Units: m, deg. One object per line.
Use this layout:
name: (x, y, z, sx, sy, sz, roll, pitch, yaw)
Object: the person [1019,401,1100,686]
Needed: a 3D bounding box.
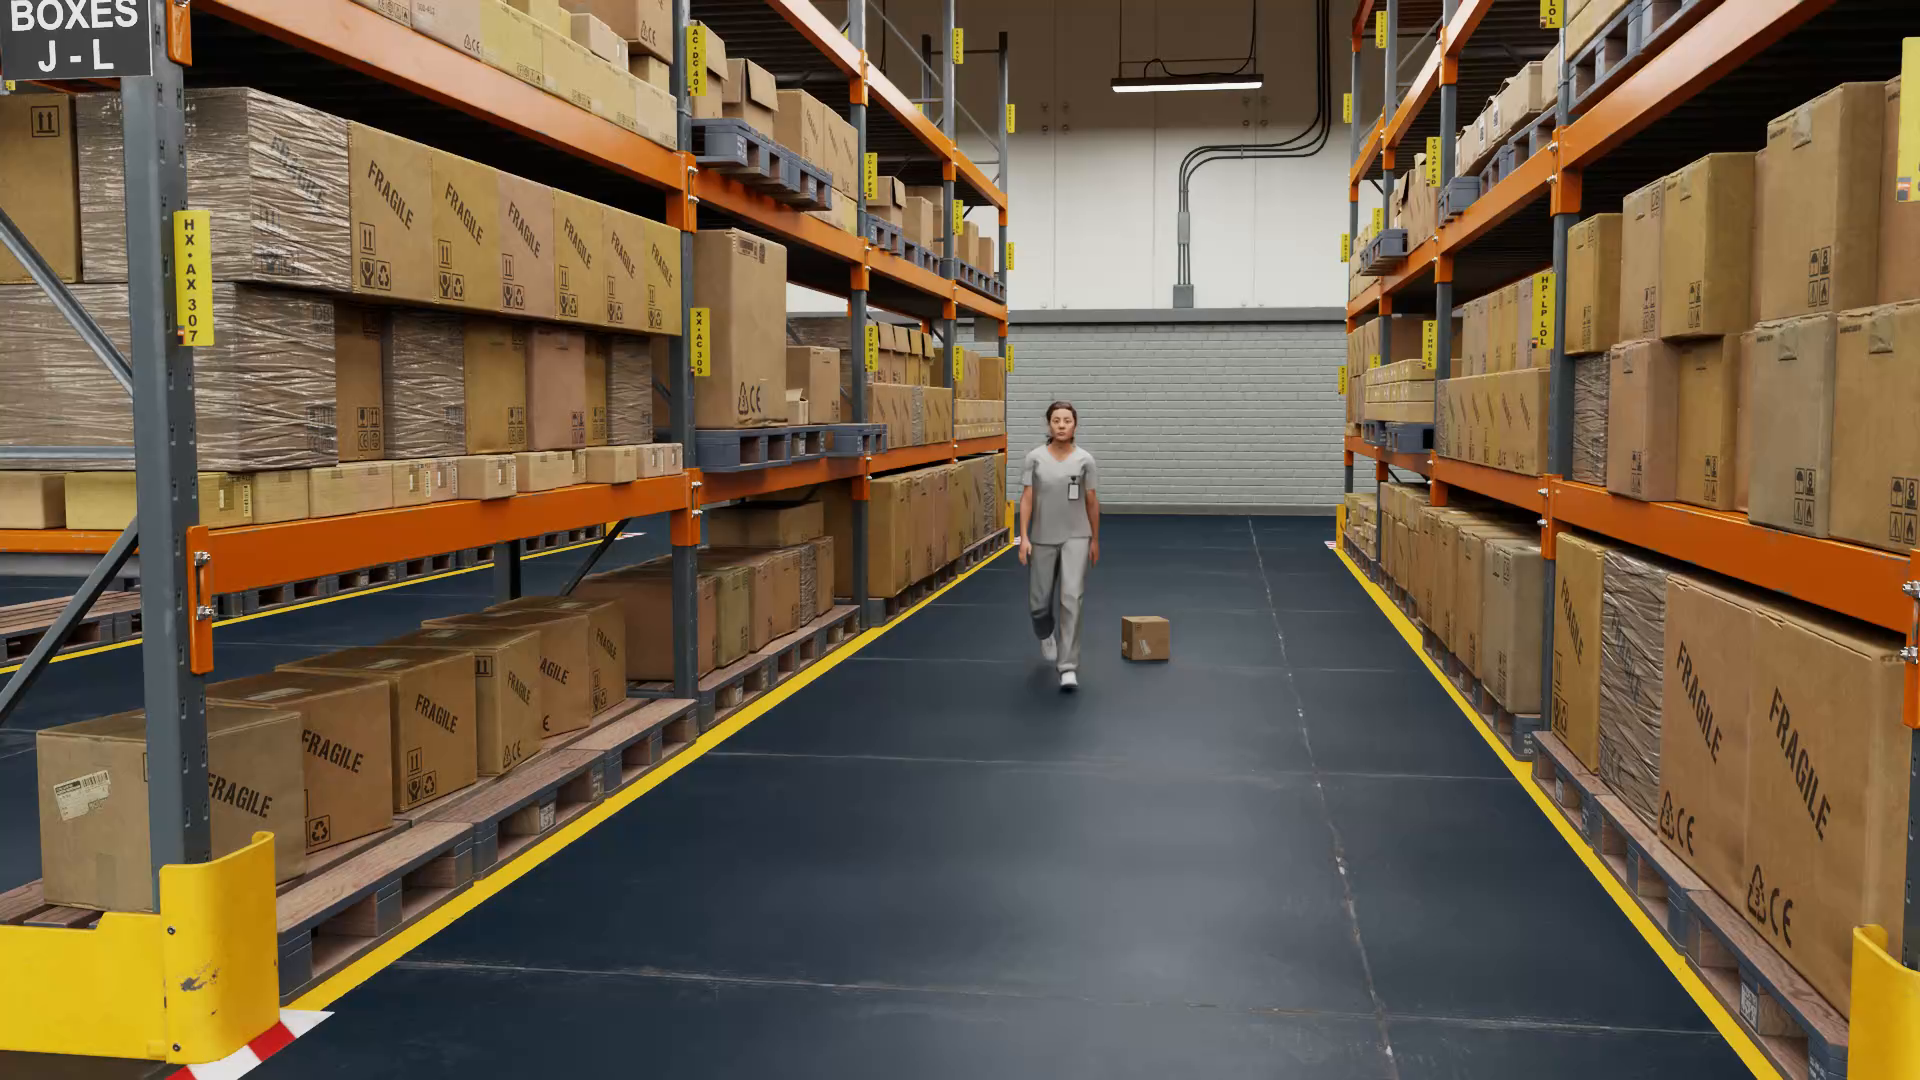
person: (0.591, 0.012, 9.797, 0.461, 1.619, 0.814, 1, 5, 7)
